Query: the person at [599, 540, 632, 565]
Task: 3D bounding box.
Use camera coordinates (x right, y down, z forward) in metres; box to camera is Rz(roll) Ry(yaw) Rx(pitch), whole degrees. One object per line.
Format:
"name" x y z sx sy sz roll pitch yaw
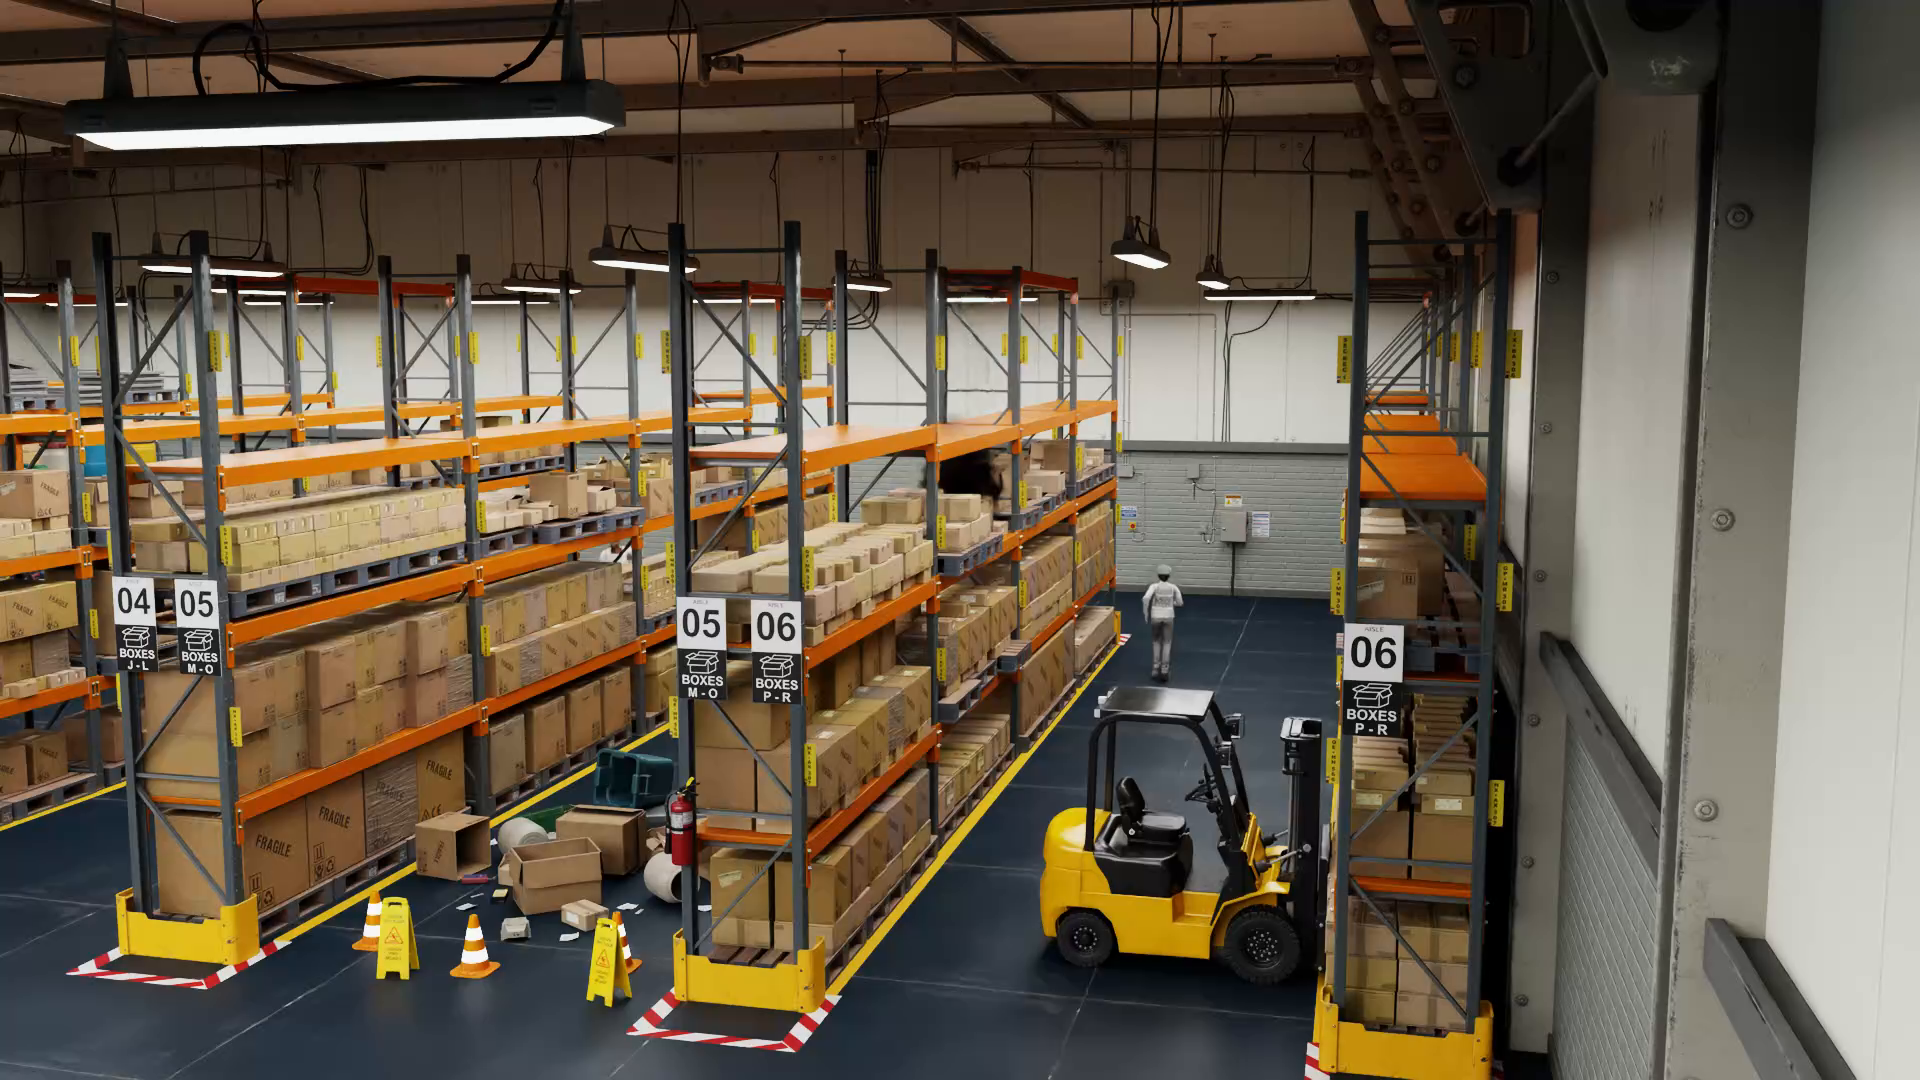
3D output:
"person" -5.979 0.738 29.428 0.778 1.776 0.712 1 7 7

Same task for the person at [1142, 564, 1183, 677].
"person" 3.079 1.255 25.268 0.611 1.763 0.751 1 7 9
